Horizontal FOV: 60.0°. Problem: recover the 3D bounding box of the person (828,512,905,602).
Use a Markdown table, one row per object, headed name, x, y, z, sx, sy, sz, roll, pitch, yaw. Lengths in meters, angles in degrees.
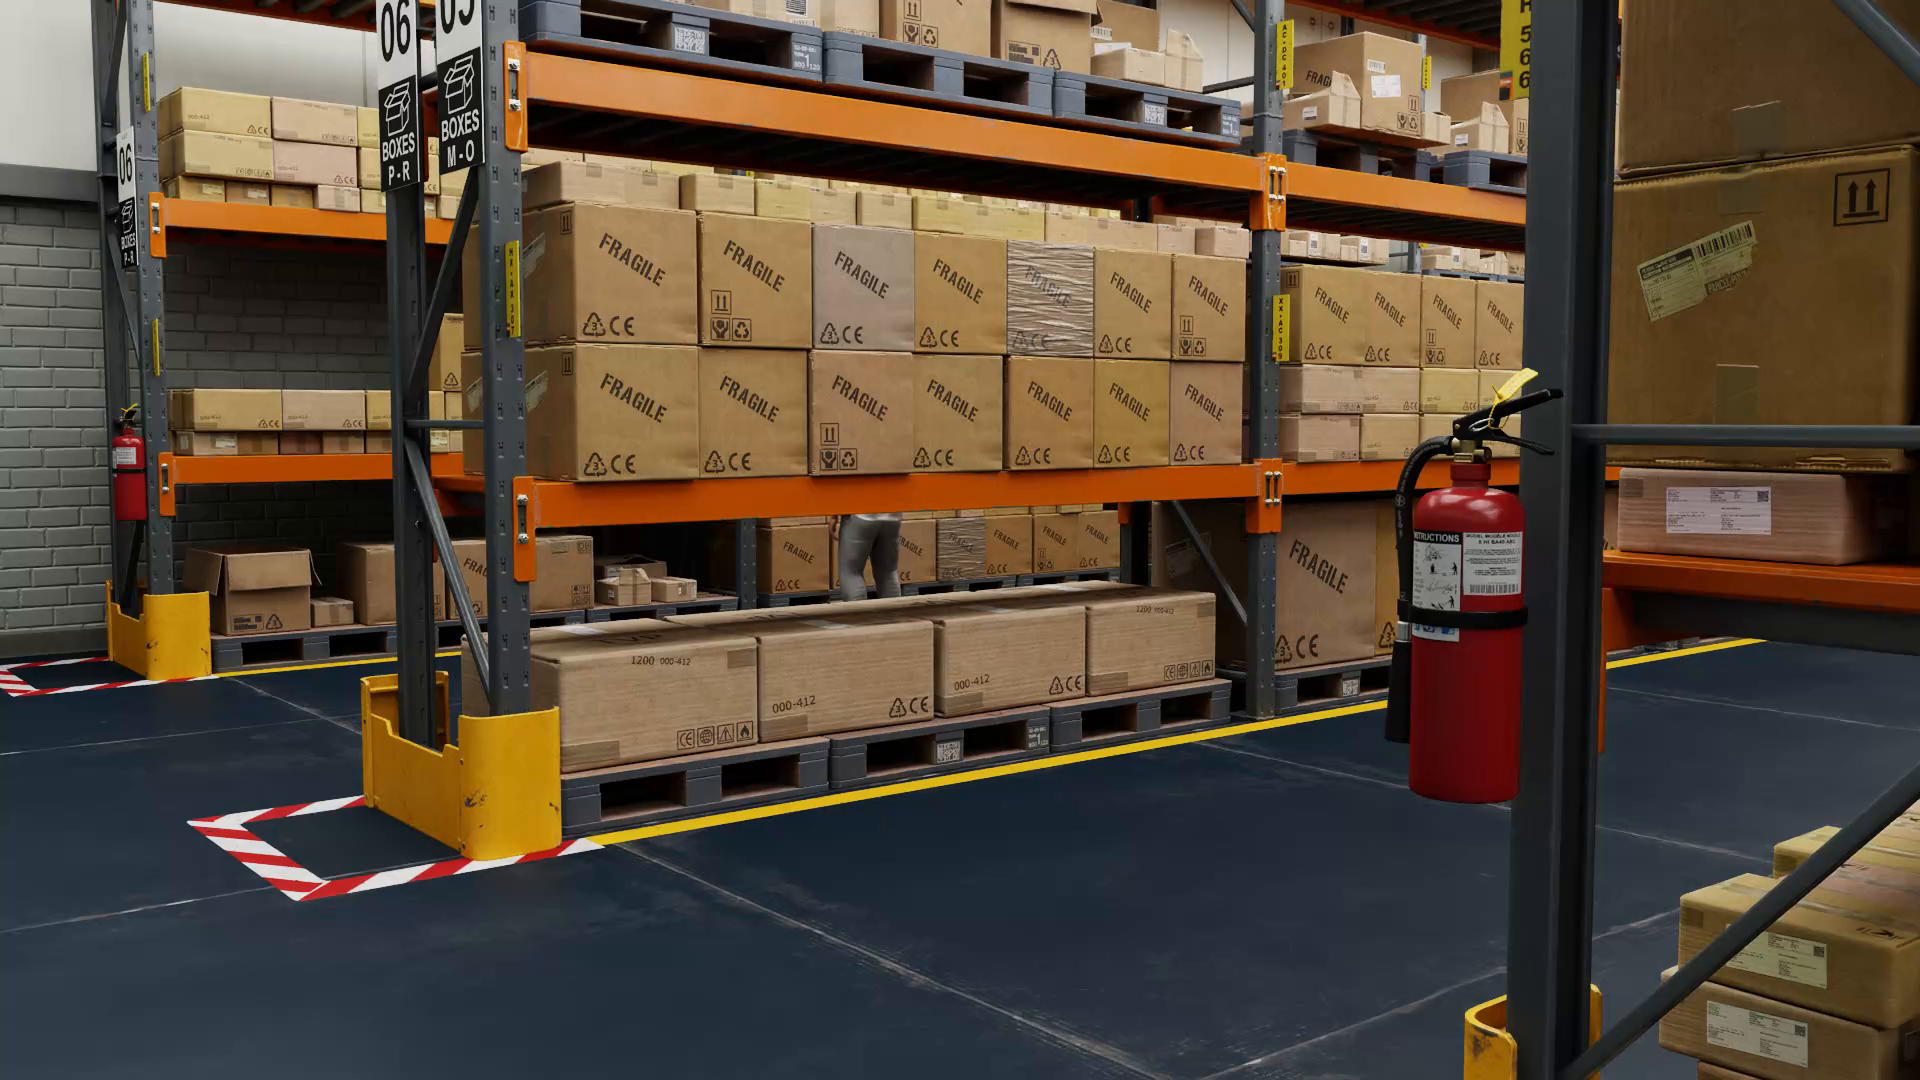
| name | x | y | z | sx | sy | sz | roll | pitch | yaw |
| --- | --- | --- | --- | --- | --- | --- | --- | --- | --- |
| person | -0.599 | -0.157 | 11.035 | 0.587 | 1.748 | 0.437 | -3 | 5 | -38 |
